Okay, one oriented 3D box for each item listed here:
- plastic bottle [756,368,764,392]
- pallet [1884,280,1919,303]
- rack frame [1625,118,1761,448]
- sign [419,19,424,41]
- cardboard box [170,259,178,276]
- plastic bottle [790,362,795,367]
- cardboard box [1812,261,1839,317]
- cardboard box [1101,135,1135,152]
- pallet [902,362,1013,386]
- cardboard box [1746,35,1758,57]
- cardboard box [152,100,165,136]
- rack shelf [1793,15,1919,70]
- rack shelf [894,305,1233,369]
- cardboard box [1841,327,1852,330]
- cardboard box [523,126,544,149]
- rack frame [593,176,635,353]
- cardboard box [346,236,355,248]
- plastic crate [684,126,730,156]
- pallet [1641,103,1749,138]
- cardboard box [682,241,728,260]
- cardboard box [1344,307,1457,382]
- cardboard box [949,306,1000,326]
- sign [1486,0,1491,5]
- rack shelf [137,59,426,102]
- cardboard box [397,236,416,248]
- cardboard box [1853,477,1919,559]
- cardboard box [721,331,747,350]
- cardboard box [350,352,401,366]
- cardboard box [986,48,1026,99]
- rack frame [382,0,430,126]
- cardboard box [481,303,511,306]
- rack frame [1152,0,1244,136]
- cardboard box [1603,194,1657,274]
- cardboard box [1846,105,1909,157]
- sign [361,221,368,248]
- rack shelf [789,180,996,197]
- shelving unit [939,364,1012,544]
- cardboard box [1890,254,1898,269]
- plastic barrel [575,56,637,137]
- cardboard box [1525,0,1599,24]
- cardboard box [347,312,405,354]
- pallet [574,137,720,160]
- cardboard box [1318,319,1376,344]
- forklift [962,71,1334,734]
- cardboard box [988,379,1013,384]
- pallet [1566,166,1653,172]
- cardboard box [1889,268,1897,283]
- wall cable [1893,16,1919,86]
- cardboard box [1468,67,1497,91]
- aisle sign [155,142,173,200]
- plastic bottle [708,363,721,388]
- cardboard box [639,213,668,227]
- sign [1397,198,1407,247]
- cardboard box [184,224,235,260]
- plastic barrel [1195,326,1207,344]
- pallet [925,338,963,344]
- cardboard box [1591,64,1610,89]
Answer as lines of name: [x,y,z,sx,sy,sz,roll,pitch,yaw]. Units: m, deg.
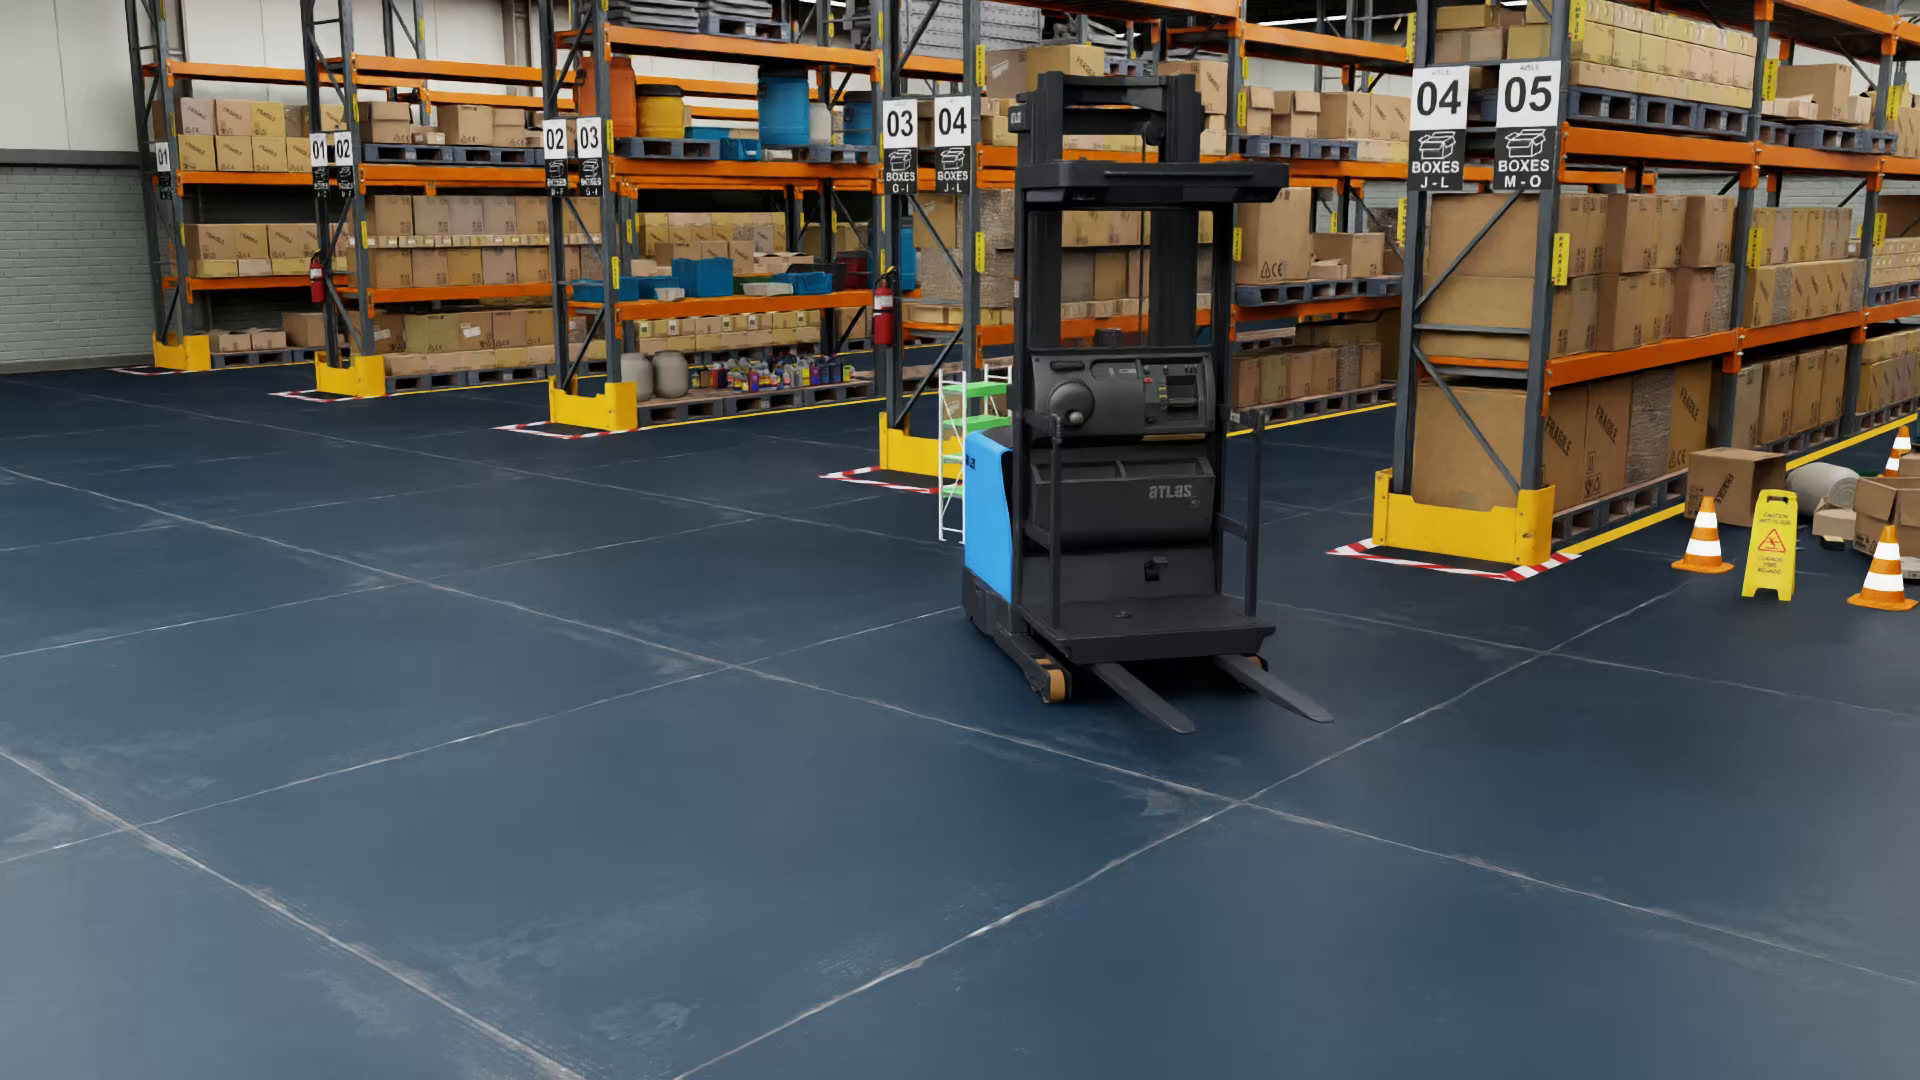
plastic bottle: [-2.307,-1.850,19.157,0.097,0.271,0.097,0,11,0]
pallet: [9.972,-2.778,18.452,1.003,0.211,1.213,10,15,40]
rack frame: [6.055,-1.987,14.002,1.000,3.000,0.127,10,15,40]
sign: [-8.371,-7.930,25.855,0.100,0.325,0.005,10,15,40]
cardboard box: [-11.244,-4.006,24.442,0.500,0.250,0.500,10,15,41]
plastic bottle: [-1.967,-1.969,19.723,0.061,0.283,0.133,10,15,40]
cardboard box: [7.940,-2.377,15.698,0.500,0.500,0.500,9,15,39]
cardboard box: [1.274,-3.716,15.382,0.500,0.250,0.500,10,15,42]
pallet: [-0.030,-2.217,22.273,1.003,0.211,1.213,10,15,40]
cardboard box: [6.053,-3.886,13.128,0.380,0.149,0.250,10,15,40]
cardboard box: [-11.318,-6.093,24.043,0.500,0.500,0.500,11,15,43]
rack shelf: [10.016,-5.263,17.944,1.077,0.370,4.000,10,15,40]
rack shelf: [1.076,-1.996,15.884,1.077,0.370,4.000,10,15,40]
cardboard box: [9.960,-2.284,18.885,0.500,0.250,0.500,11,15,42]
cardboard box: [-5.930,-5.507,22.764,0.500,0.311,0.500,9,14,37]
rack frame: [-5.043,-3.925,23.702,1.000,3.000,0.127,10,15,40]
cardboard box: [-7.574,-3.784,21.087,0.380,0.149,0.250,9,15,39]
plastic crate: [-2.932,-4.478,18.854,0.392,0.384,0.575,10,15,40]
pallet: [5.507,-3.296,13.121,1.003,0.211,1.213,10,15,40]
cardboard box: [-3.845,-4.236,25.005,0.500,0.500,0.500,10,15,40]
cardboard box: [5.508,-2.495,20.895,1.225,0.875,0.875,9,14,38]
cardboard box: [0.123,-1.943,14.421,0.380,0.149,0.250,10,15,40]
sign: [7.276,-7.373,22.863,0.100,0.325,0.005,10,15,40]
rack shelf: [-10.086,-6.858,24.916,1.077,0.370,4.000,10,15,40]
cardboard box: [-7.090,-3.772,21.028,0.380,0.149,0.250,9,15,39]
cardboard box: [6.458,-0.135,11.103,0.797,0.503,0.637,0,11,1]
cardboard box: [-3.575,-3.036,25.200,0.500,0.250,0.500,10,15,41]
cardboard box: [-7.551,-2.311,21.570,0.500,0.250,0.500,10,15,40]
cardboard box: [0.589,-4.227,15.264,0.500,0.500,0.500,10,15,40]
rack frame: [-8.766,-7.506,26.319,1.000,3.000,0.127,10,15,40]
cardboard box: [-7.989,-3.747,28.074,0.700,0.500,0.500,9,15,39]
rack frame: [2.396,-5.585,16.699,1.000,3.000,0.127,10,15,40]
cardboard box: [4.454,-2.209,11.973,0.875,0.550,0.550,10,15,40]
cardboard box: [9.273,-4.145,16.893,0.500,0.500,0.500,10,15,40]
sign: [-7.270,-3.727,20.300,0.100,0.325,0.005,10,15,40]
rack shelf: [-1.082,-5.926,27.899,1.077,0.370,4.000,10,15,40]
shelving unit: [0.109,-0.613,11.716,0.258,1.200,0.503,10,15,40]
cardboard box: [9.848,-3.003,17.898,0.380,0.149,0.250,10,15,40]
plastic barrel: [-3.739,-4.671,17.610,0.600,0.830,0.708,10,15,40]
cardboard box: [3.874,-3.400,10.697,0.380,0.149,0.250,10,15,41]
cardboard box: [-7.553,-2.679,21.498,0.500,0.500,0.500,10,15,40]
pallet: [-3.345,-4.183,17.818,1.003,0.211,1.213,10,15,40]
cardboard box: [4.617,-2.487,19.849,0.500,0.250,0.500,11,15,43]
forklift: [0.859,-0.746,7.965,1.130,2.935,3.031,-3,12,-13]
cardboard box: [0.550,-1.217,15.456,0.500,0.500,0.500,-7,13,-33]
pallet: [9.836,-5.726,25.288,1.003,0.211,1.213,10,15,40]
cardboard box: [9.849,-2.857,17.925,0.380,0.149,0.250,10,15,42]
wall cable: [16.639,-9.315,27.158,2.277,5.999,0.120,10,15,40]
cardboard box: [3.380,-3.094,11.200,0.380,0.149,0.250,10,15,40]
aisle sign: [-11.229,-5.202,23.458,0.394,0.787,0.004,10,15,40]
plastic bottle: [-2.895,-1.936,19.575,0.152,0.276,0.135,10,15,41]
cardboard box: [-5.613,-5.763,29.927,0.500,0.250,0.500,10,15,42]
sign: [3.017,-2.155,11.280,0.100,0.325,0.005,10,15,40]
cardboard box: [-10.866,-4.311,24.056,0.500,0.500,0.500,10,15,40]
plastic barrel: [3.585,-3.560,26.161,0.600,0.901,0.708,10,15,40]
pallet: [-0.270,-3.610,29.245,1.003,0.211,1.213,10,15,40]
cardboard box: [4.050,-3.048,10.969,0.380,0.149,0.250,10,15,41]
